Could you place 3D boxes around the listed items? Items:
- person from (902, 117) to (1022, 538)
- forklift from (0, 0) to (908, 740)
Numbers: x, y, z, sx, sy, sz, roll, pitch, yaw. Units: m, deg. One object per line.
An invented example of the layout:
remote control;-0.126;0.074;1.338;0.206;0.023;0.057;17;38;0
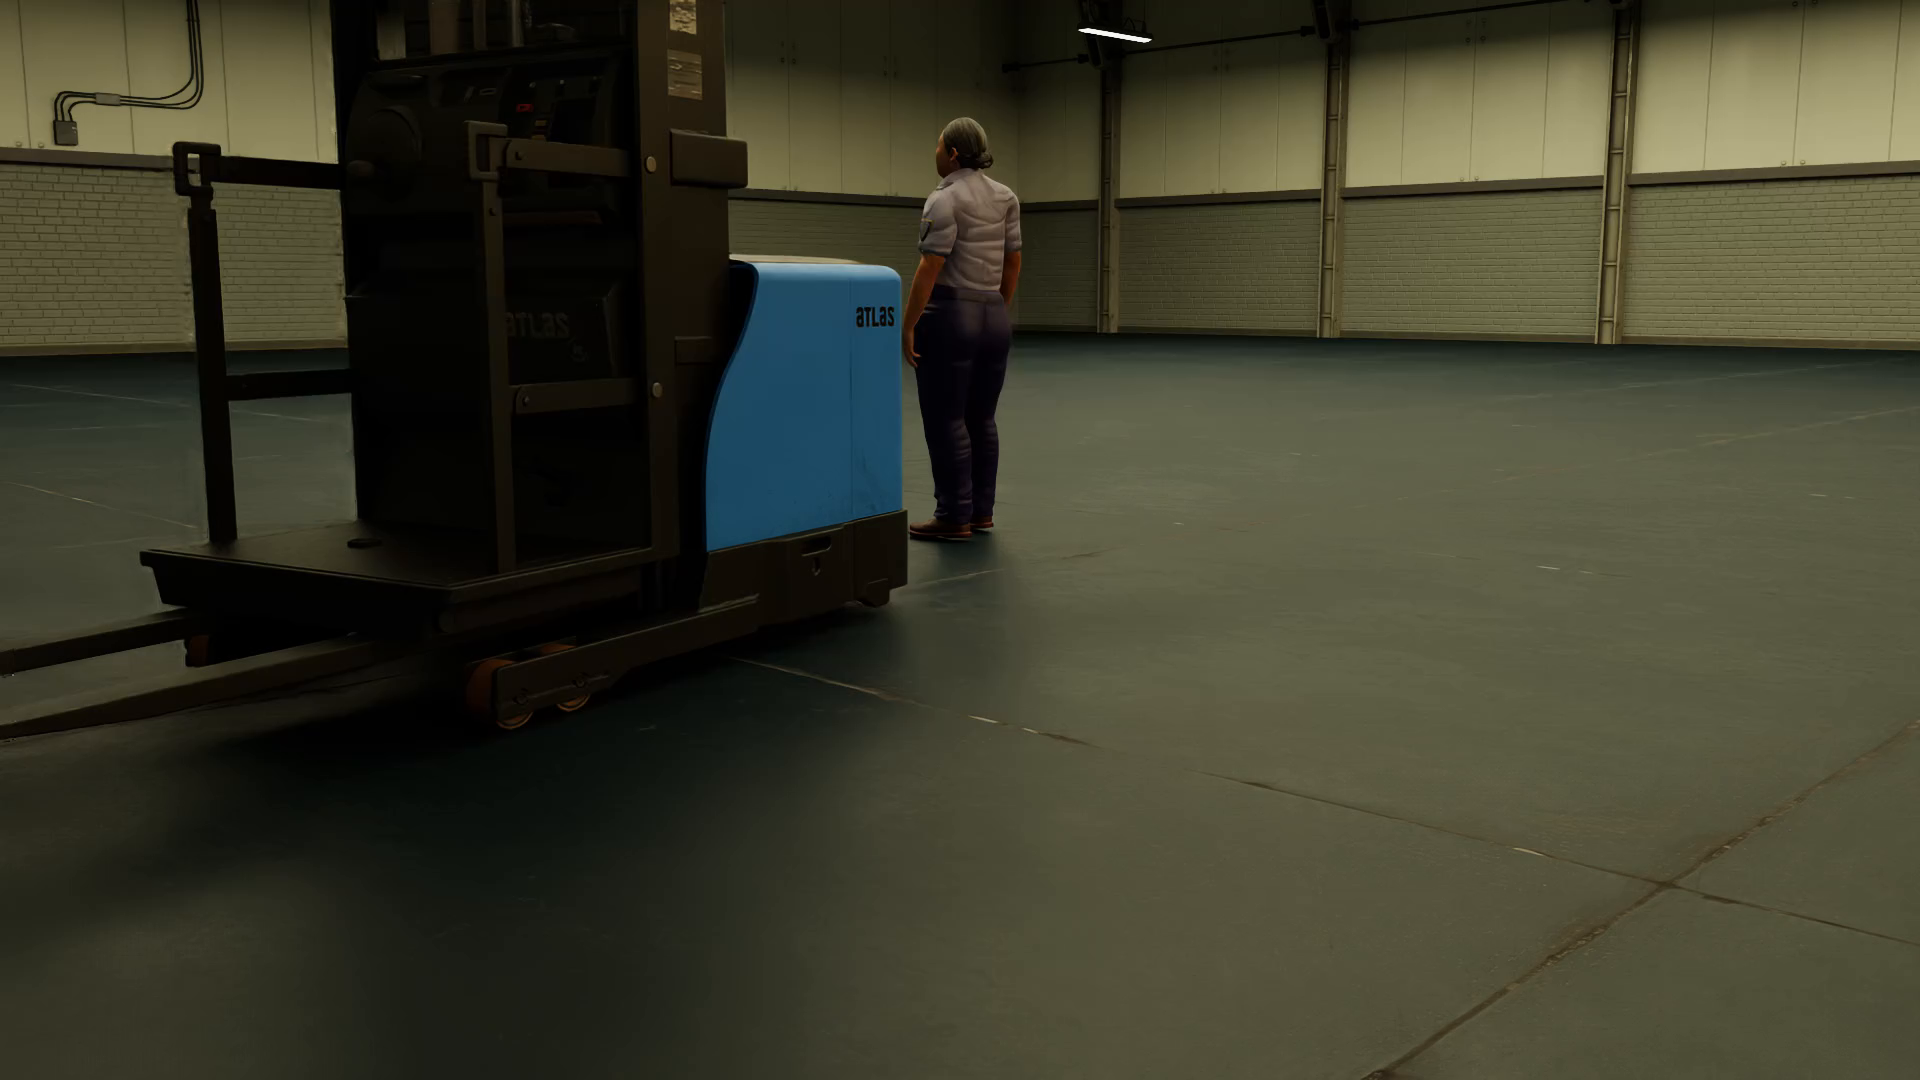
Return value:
person;-0.049;-0.834;6.671;0.503;1.650;0.599;8;12;43
forklift;-1.342;-1.090;4.110;1.130;2.935;3.031;5;10;30
